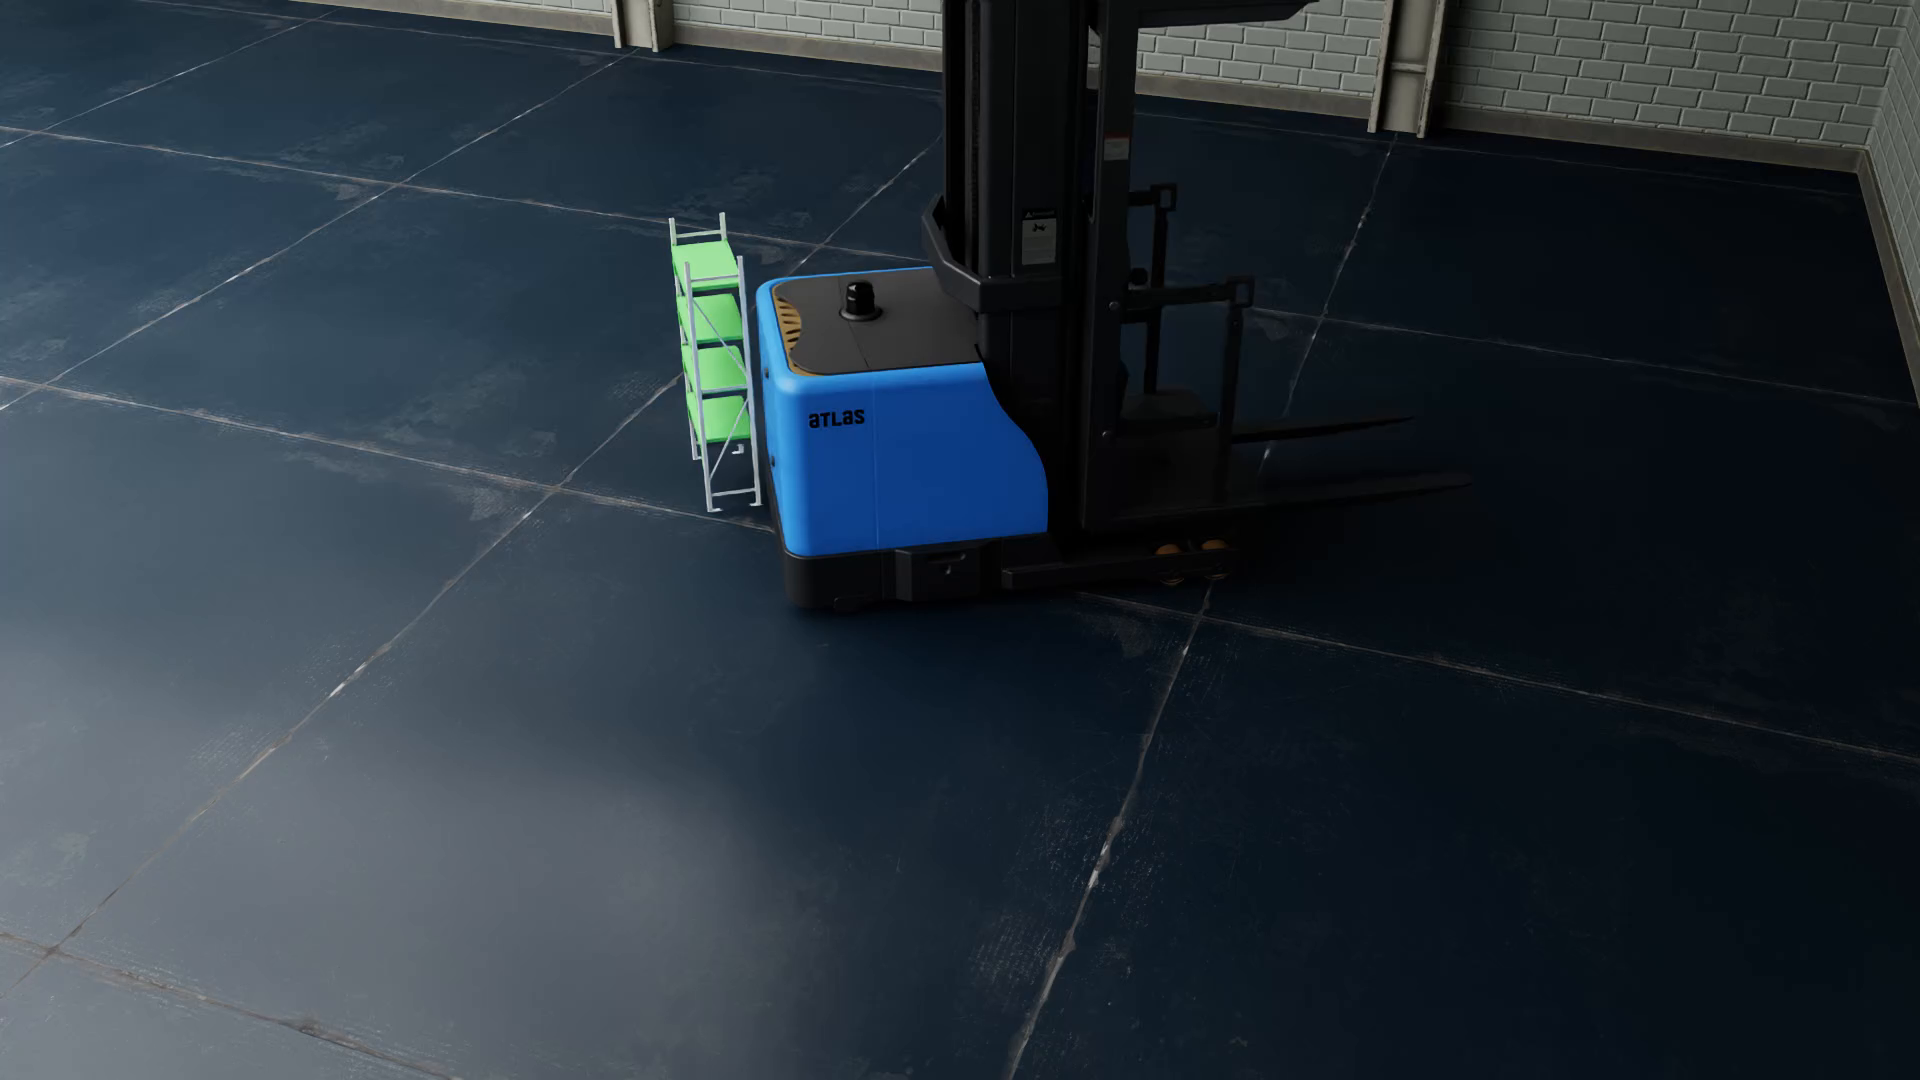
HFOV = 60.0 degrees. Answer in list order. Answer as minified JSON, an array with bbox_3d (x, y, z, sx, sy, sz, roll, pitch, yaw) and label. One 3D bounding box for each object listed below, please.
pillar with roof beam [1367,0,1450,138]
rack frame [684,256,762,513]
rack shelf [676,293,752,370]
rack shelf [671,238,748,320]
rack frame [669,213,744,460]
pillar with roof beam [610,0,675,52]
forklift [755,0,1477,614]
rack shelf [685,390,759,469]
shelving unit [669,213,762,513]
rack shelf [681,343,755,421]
[{"bbox_3d":[1.653,-4.497,5.918,0.400,9.000,9.100,11,34,16],"label":"pillar with roof beam"},{"bbox_3d":[-1.011,-0.646,7.145,0.240,1.200,0.015,-8,34,-13],"label":"rack frame"},{"bbox_3d":[-1.076,-0.922,7.247,0.258,0.148,0.480,-8,34,-13],"label":"rack shelf"},{"bbox_3d":[-1.076,-1.123,7.117,0.258,0.148,0.480,-8,34,-13],"label":"rack shelf"},{"bbox_3d":[-1.141,-0.902,7.540,0.240,1.200,0.015,-8,34,-13],"label":"rack frame"},{"bbox_3d":[-3.996,-5.595,7.619,0.400,9.000,9.100,11,34,16],"label":"pillar with roof beam"},{"bbox_3d":[0.701,-1.321,6.594,3.031,2.935,1.130,-6,33,-9],"label":"forklift"},{"bbox_3d":[-1.076,-0.519,7.507,0.258,0.148,0.480,-8,34,-13],"label":"rack shelf"},{"bbox_3d":[-1.076,-0.774,7.342,0.258,1.200,0.503,-8,34,-13],"label":"shelving unit"},{"bbox_3d":[-1.076,-0.720,7.377,0.258,0.148,0.480,-8,34,-13],"label":"rack shelf"}]
